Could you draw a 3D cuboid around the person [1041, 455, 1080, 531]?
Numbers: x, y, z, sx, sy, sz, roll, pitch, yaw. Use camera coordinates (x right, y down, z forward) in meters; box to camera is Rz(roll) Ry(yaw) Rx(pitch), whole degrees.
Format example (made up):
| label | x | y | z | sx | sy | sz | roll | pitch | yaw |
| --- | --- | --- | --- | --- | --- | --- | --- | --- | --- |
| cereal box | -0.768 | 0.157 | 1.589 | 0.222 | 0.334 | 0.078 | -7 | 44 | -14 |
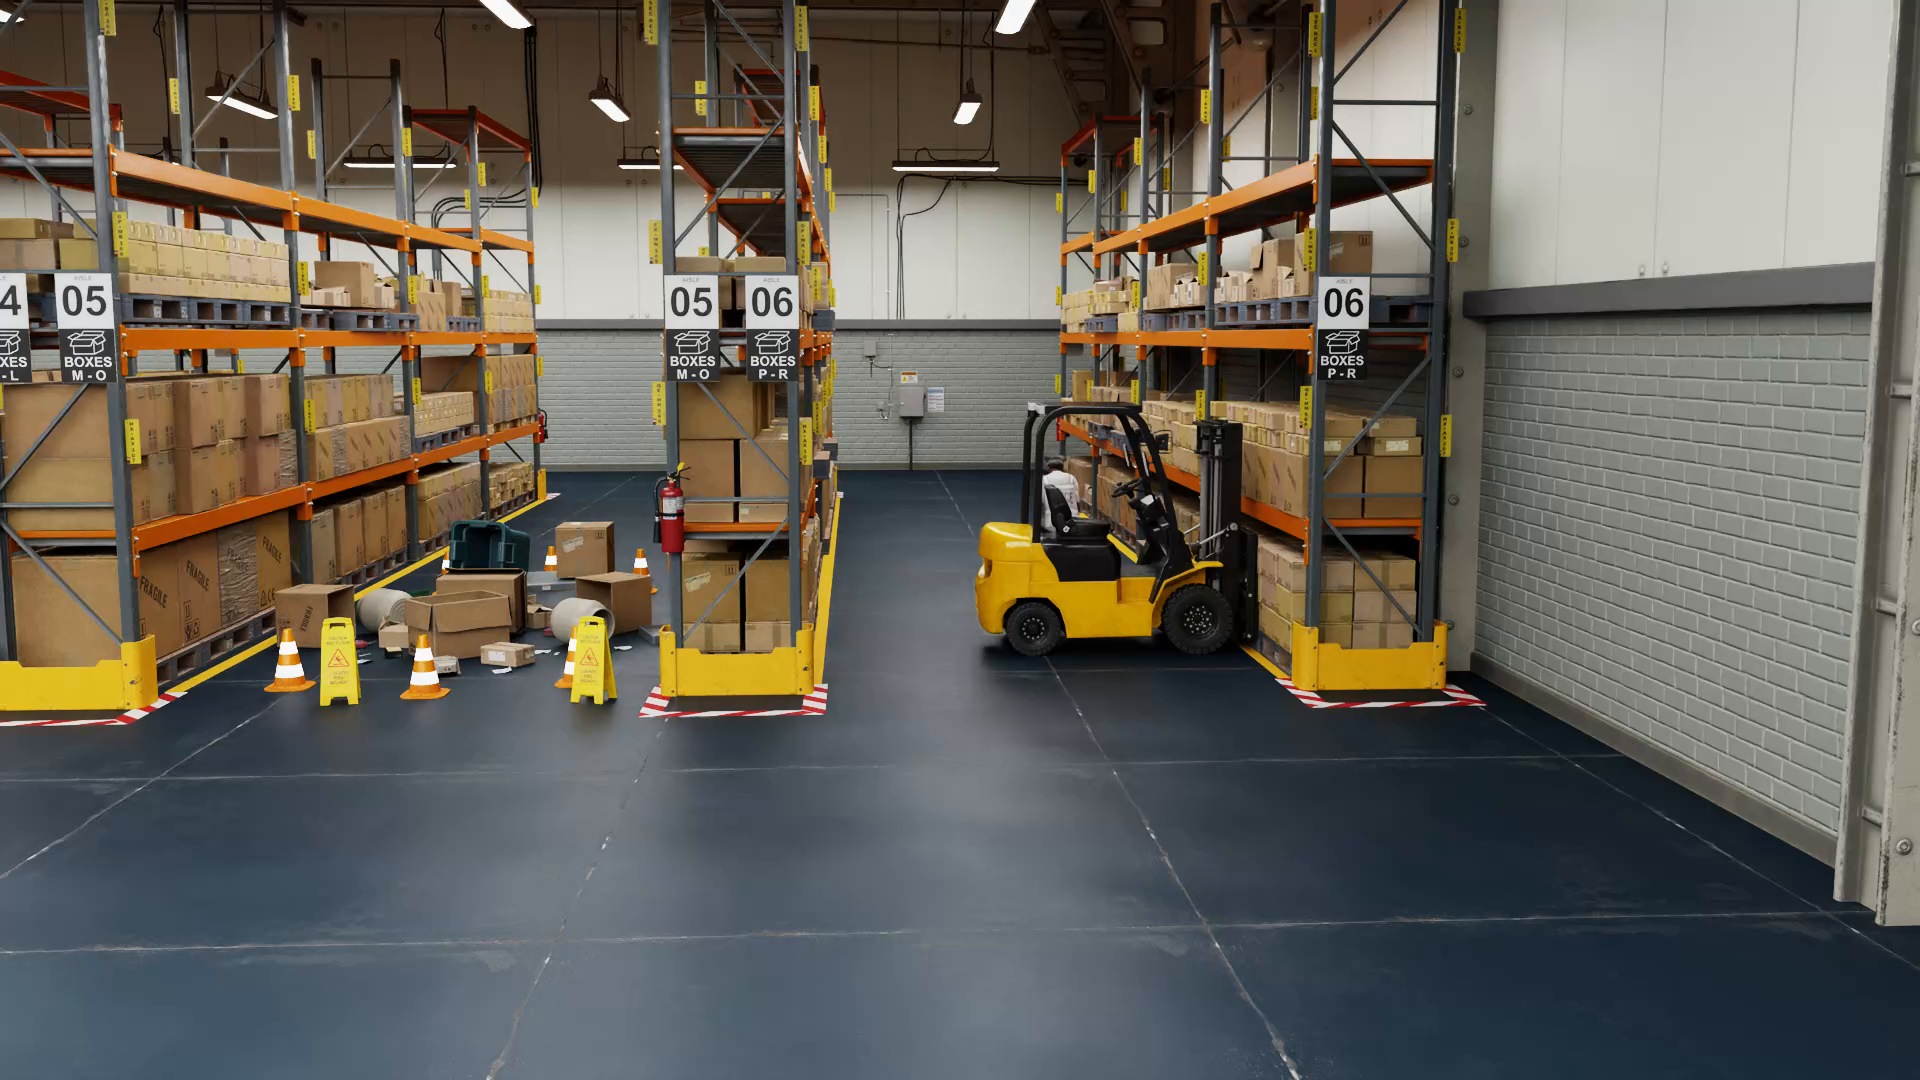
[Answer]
| label | x | y | z | sx | sy | sz | roll | pitch | yaw |
| --- | --- | --- | --- | --- | --- | --- | --- | --- | --- |
| person | 1.005 | -0.110 | 17.266 | 0.484 | 1.528 | 0.585 | 0 | 7 | -3 |
